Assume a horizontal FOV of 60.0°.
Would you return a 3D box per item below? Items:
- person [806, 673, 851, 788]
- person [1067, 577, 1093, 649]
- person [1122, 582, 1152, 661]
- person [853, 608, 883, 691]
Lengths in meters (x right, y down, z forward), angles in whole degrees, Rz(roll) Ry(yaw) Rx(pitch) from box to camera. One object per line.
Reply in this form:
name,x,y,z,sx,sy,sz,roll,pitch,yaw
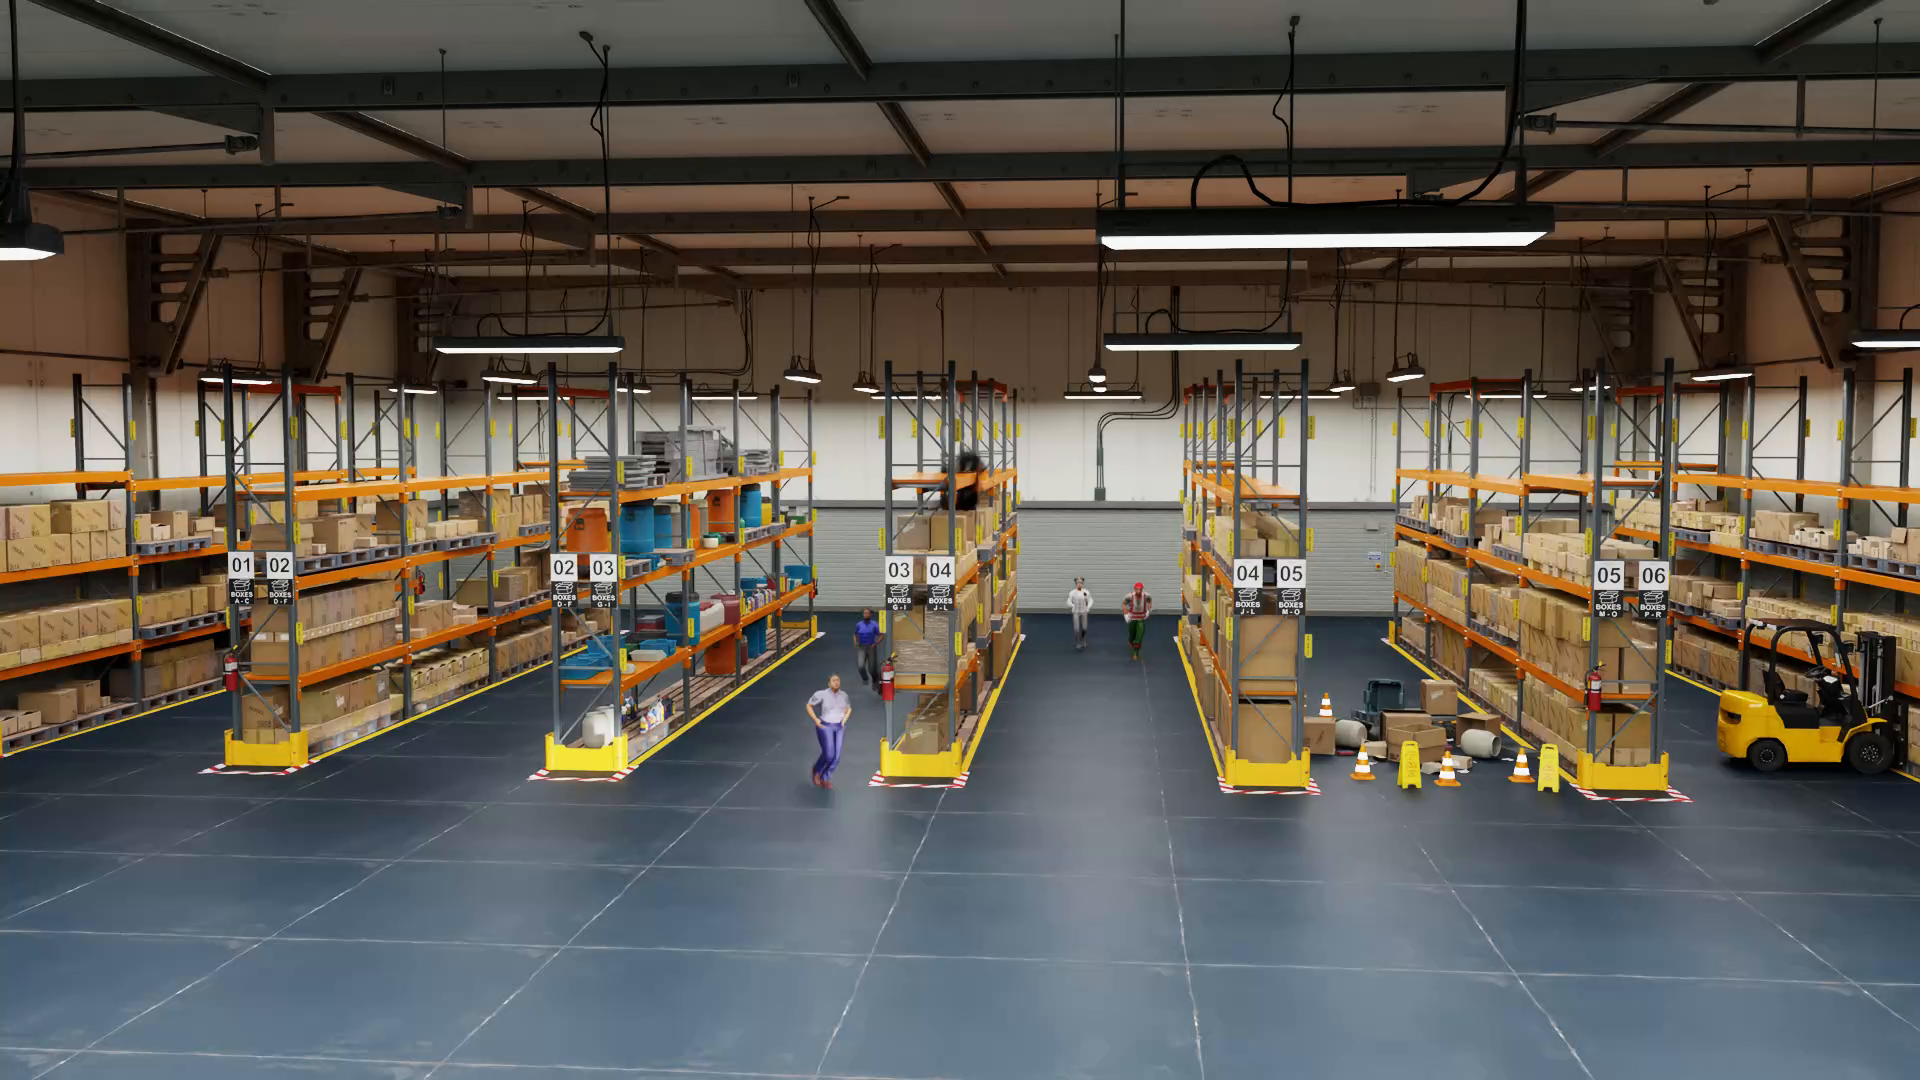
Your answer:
person,-1.777,2.670,23.249,0.639,1.607,0.505,-2,4,-29
person,2.745,1.672,37.965,0.604,1.654,0.535,0,4,2
person,3.880,1.760,36.600,0.666,1.726,0.973,0,4,-7
person,-1.734,2.050,30.888,0.576,1.585,0.719,1,4,8
